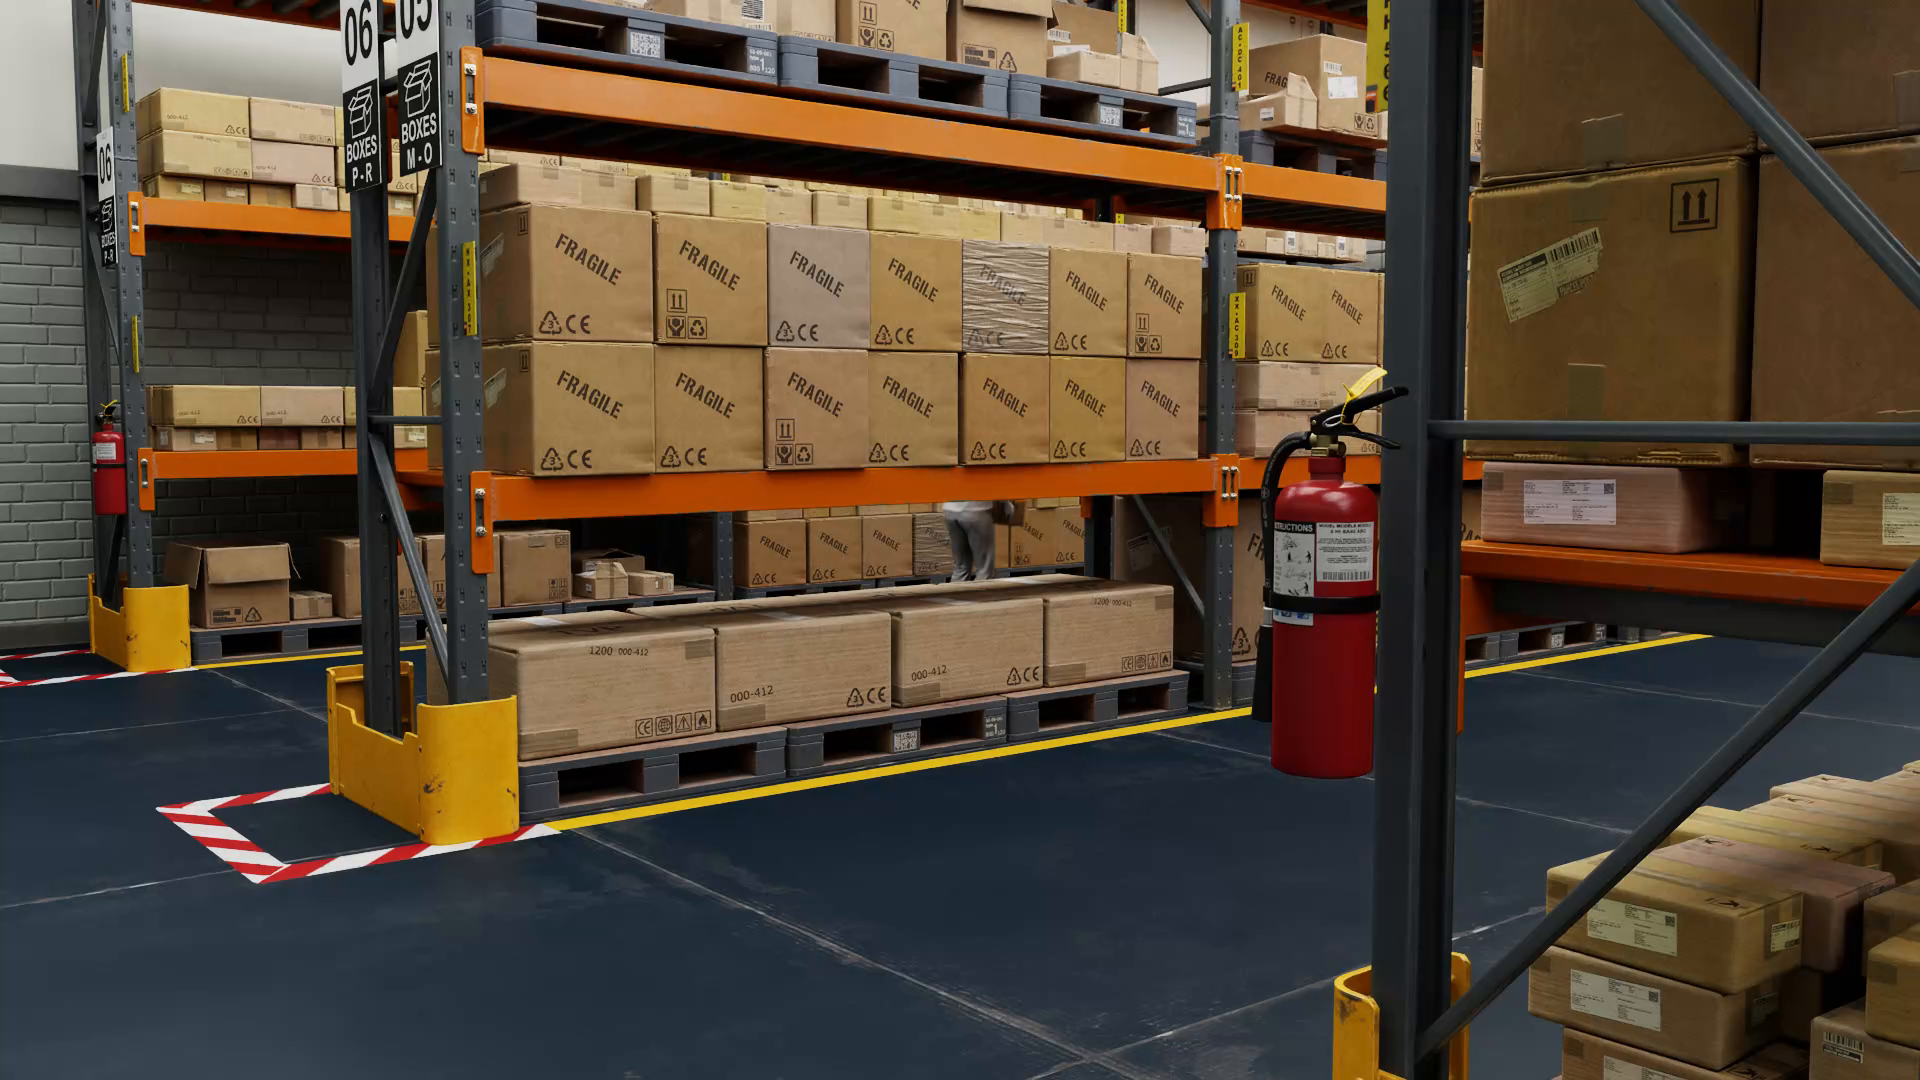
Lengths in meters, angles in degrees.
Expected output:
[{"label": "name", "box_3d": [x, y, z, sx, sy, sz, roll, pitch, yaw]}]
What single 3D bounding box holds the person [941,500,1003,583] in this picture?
[{"label": "person", "box_3d": [0.080, -0.161, 11.307, 0.372, 1.664, 0.528, -4, 6, -39]}]
